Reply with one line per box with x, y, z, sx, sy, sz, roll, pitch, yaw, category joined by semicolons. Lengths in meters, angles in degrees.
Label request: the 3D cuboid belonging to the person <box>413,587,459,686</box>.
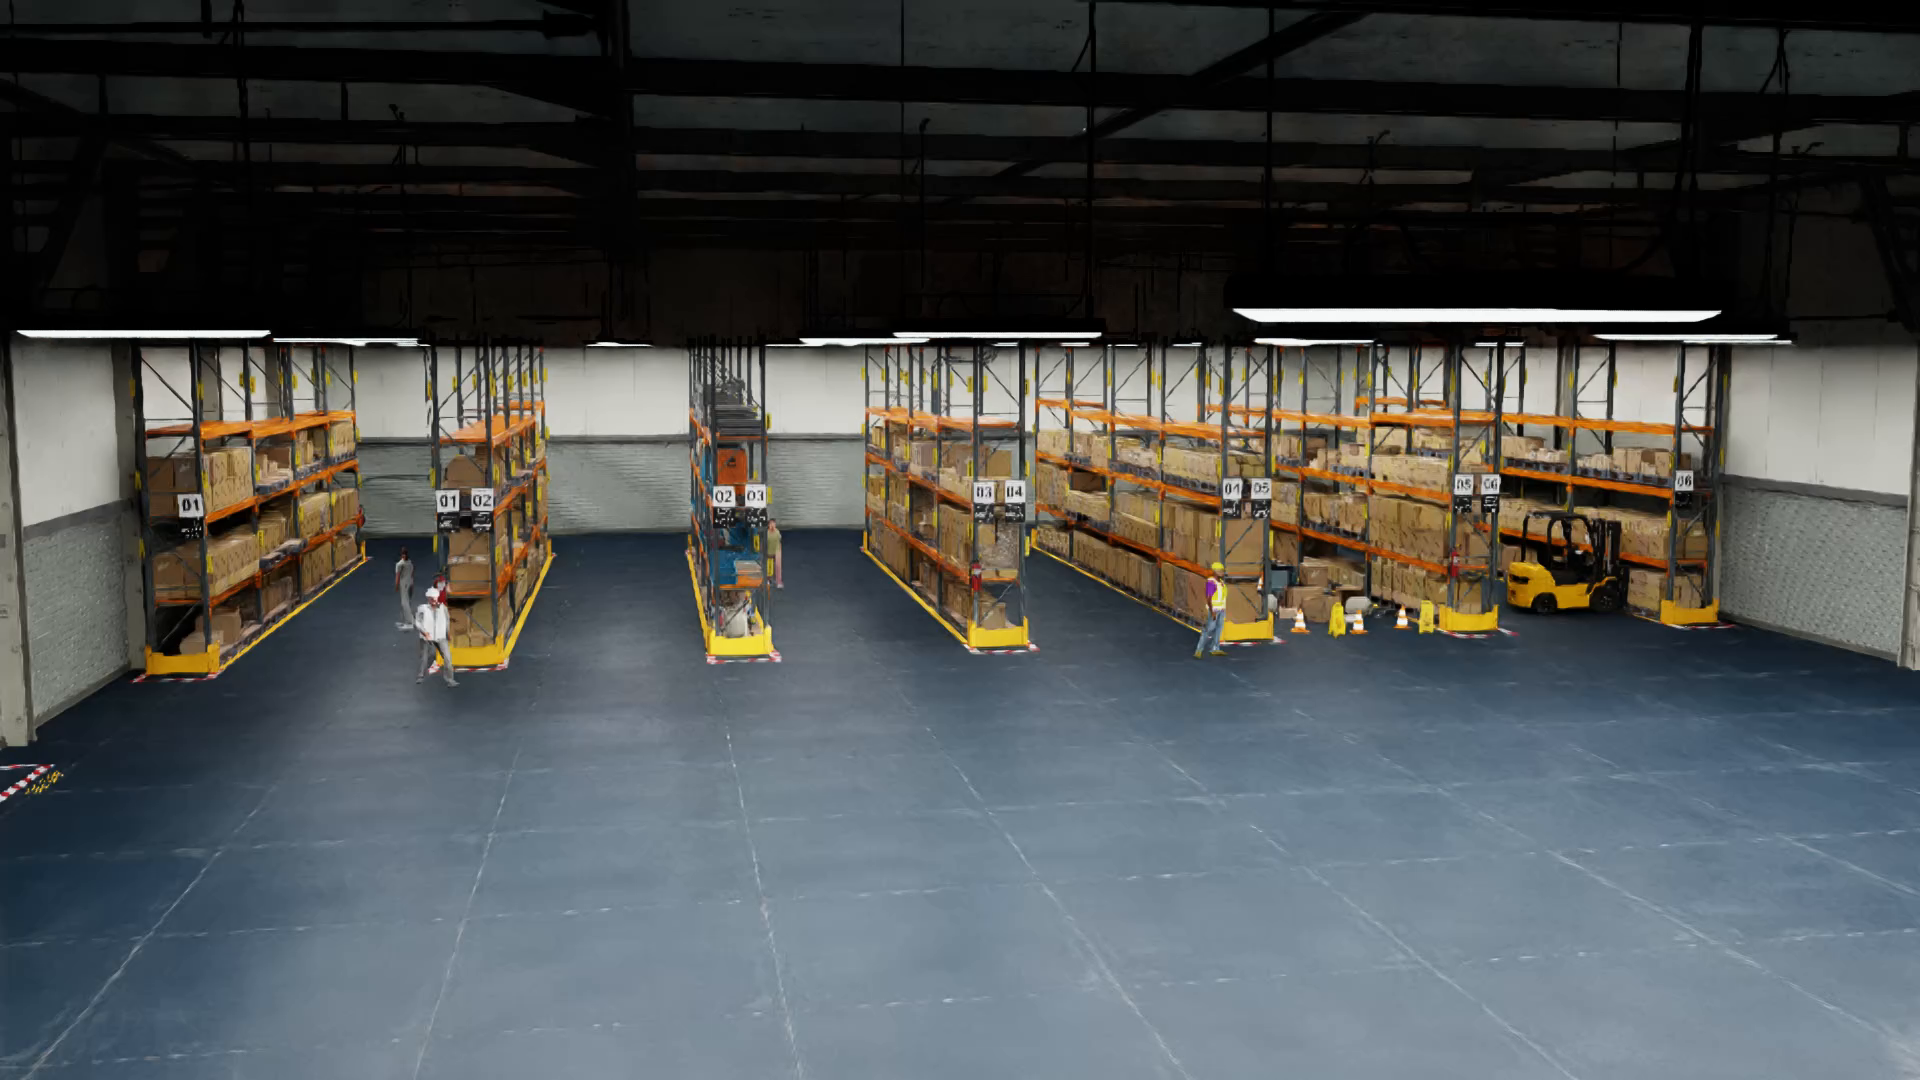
-8.956;1.632;28.293;0.682;1.713;0.844;-3;7;-27;person

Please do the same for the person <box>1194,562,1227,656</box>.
4.684;1.298;31.057;0.474;1.762;0.723;5;8;36;person

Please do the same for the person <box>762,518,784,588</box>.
-4.294;0.286;37.944;0.451;1.586;1.093;-1;7;-13;person

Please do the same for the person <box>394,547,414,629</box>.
-11.441;0.970;34.178;0.569;1.661;0.561;2;7;16;person
